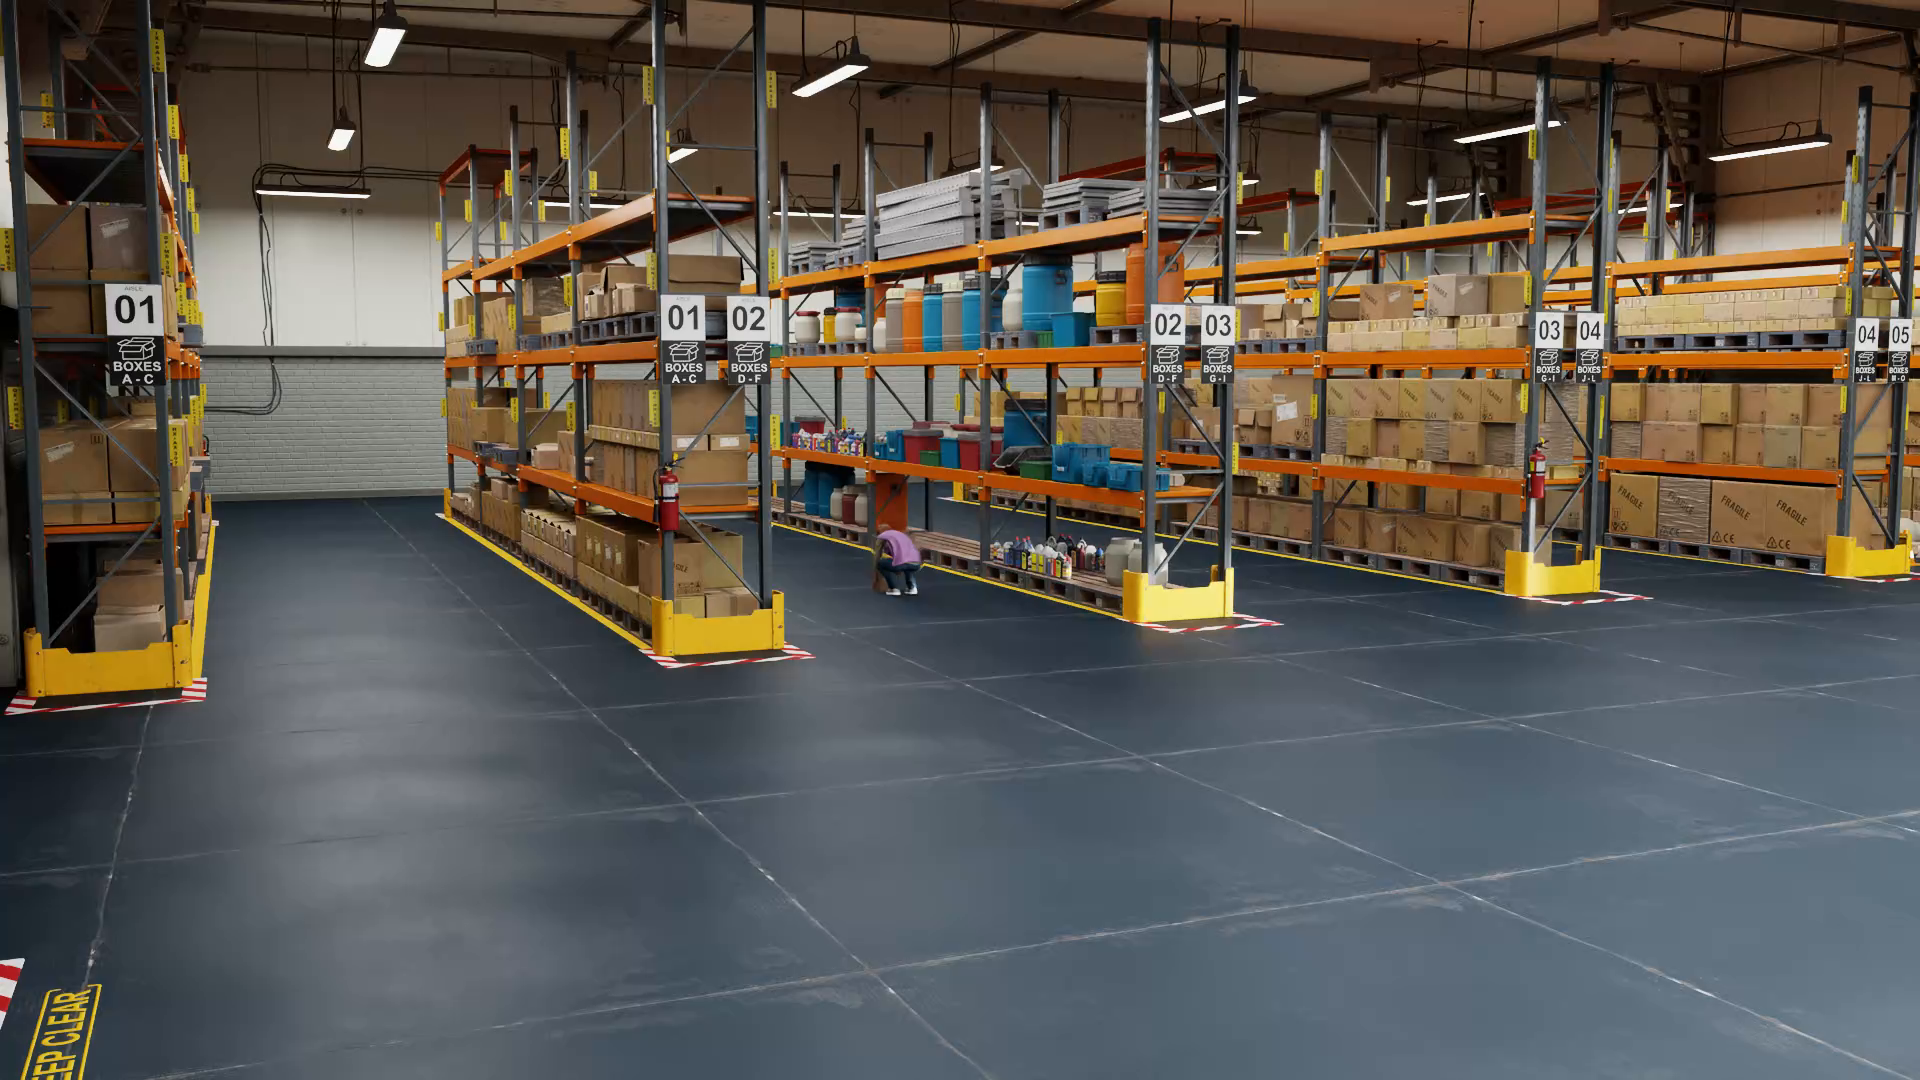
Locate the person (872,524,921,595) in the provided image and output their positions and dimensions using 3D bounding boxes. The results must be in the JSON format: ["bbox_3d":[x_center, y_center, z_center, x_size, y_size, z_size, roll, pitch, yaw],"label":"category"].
[{"bbox_3d":[-0.722,0.228,19.069,0.437,0.786,0.803,-2,6,-24],"label":"person"}]
